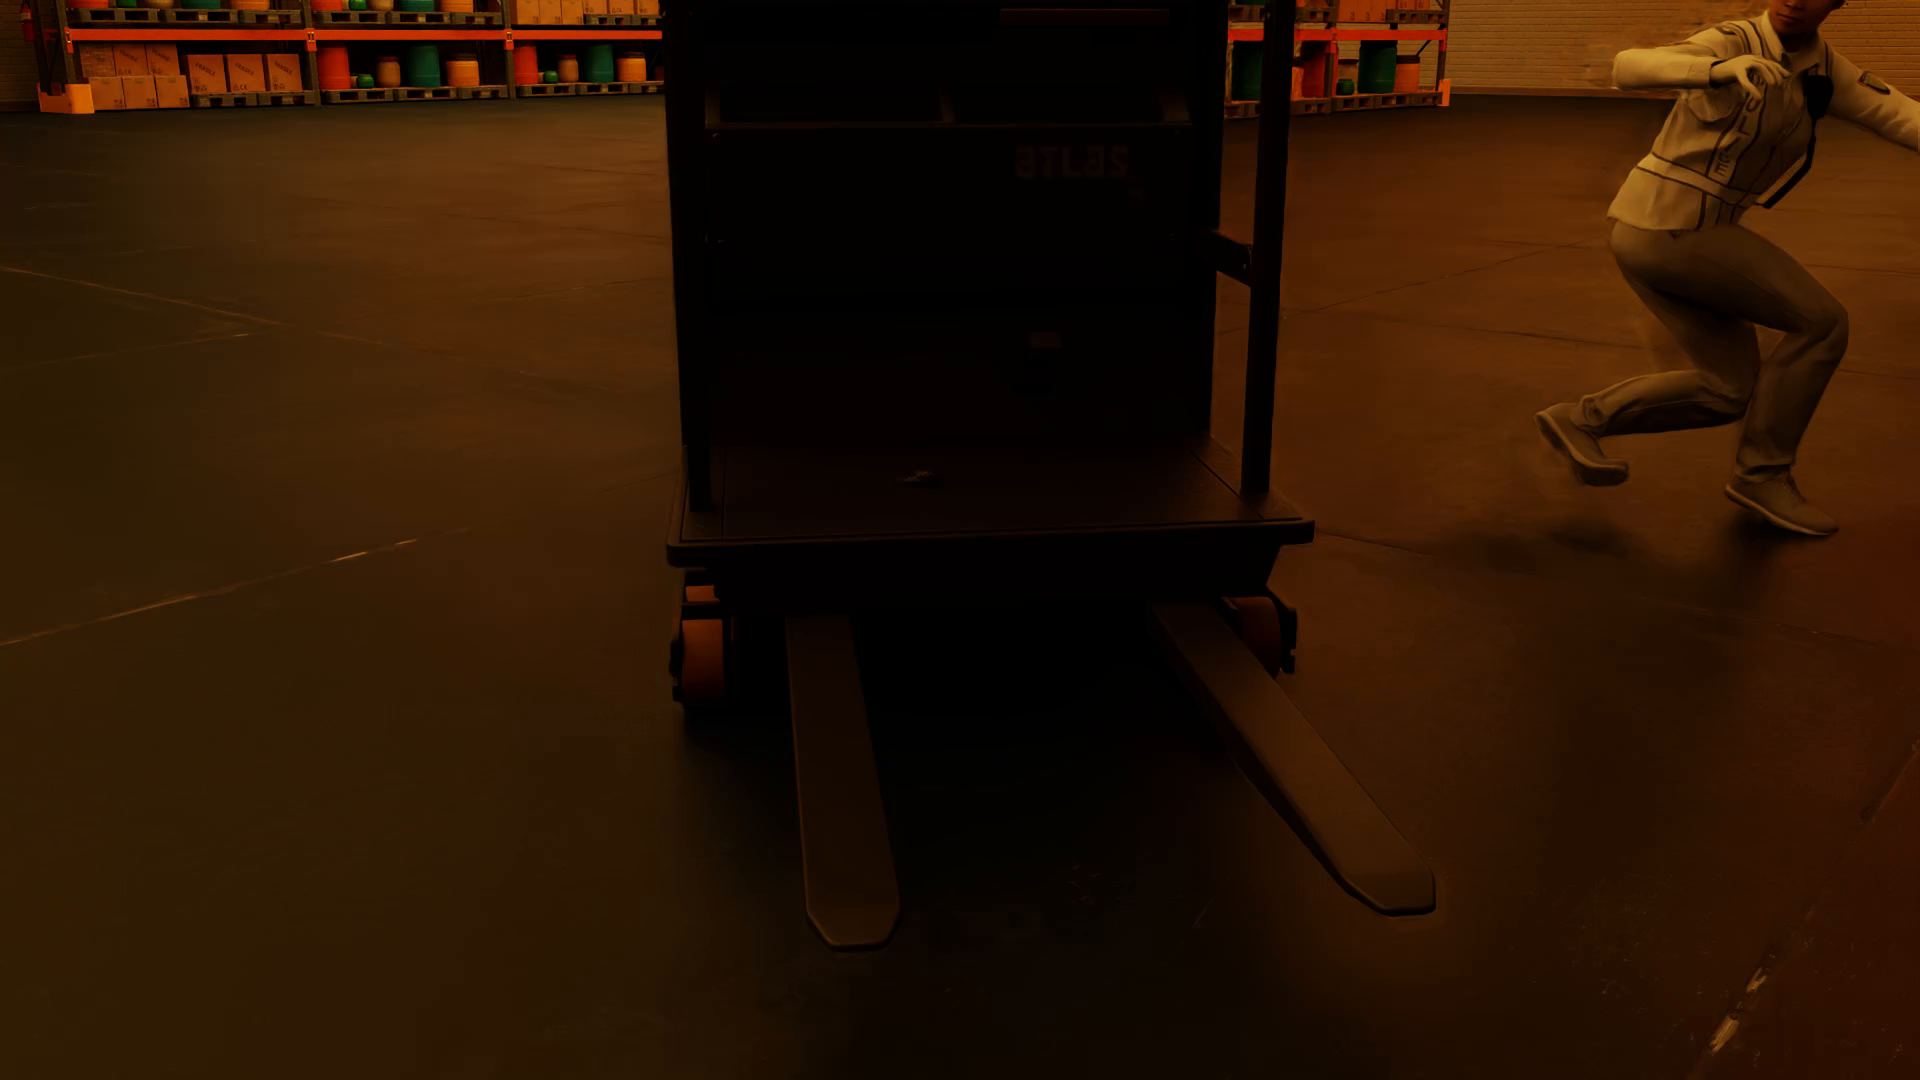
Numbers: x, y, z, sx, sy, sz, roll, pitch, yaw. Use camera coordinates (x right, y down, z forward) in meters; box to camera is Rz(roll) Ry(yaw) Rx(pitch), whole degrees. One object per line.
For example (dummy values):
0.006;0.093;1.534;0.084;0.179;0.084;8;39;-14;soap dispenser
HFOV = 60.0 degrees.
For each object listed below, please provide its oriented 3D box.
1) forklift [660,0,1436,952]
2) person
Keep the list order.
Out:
0.007;-1.207;2.872;1.130;2.935;3.031;-2;17;-7;forklift
1.917;-0.694;3.848;1.047;1.423;0.760;12;21;34;person
